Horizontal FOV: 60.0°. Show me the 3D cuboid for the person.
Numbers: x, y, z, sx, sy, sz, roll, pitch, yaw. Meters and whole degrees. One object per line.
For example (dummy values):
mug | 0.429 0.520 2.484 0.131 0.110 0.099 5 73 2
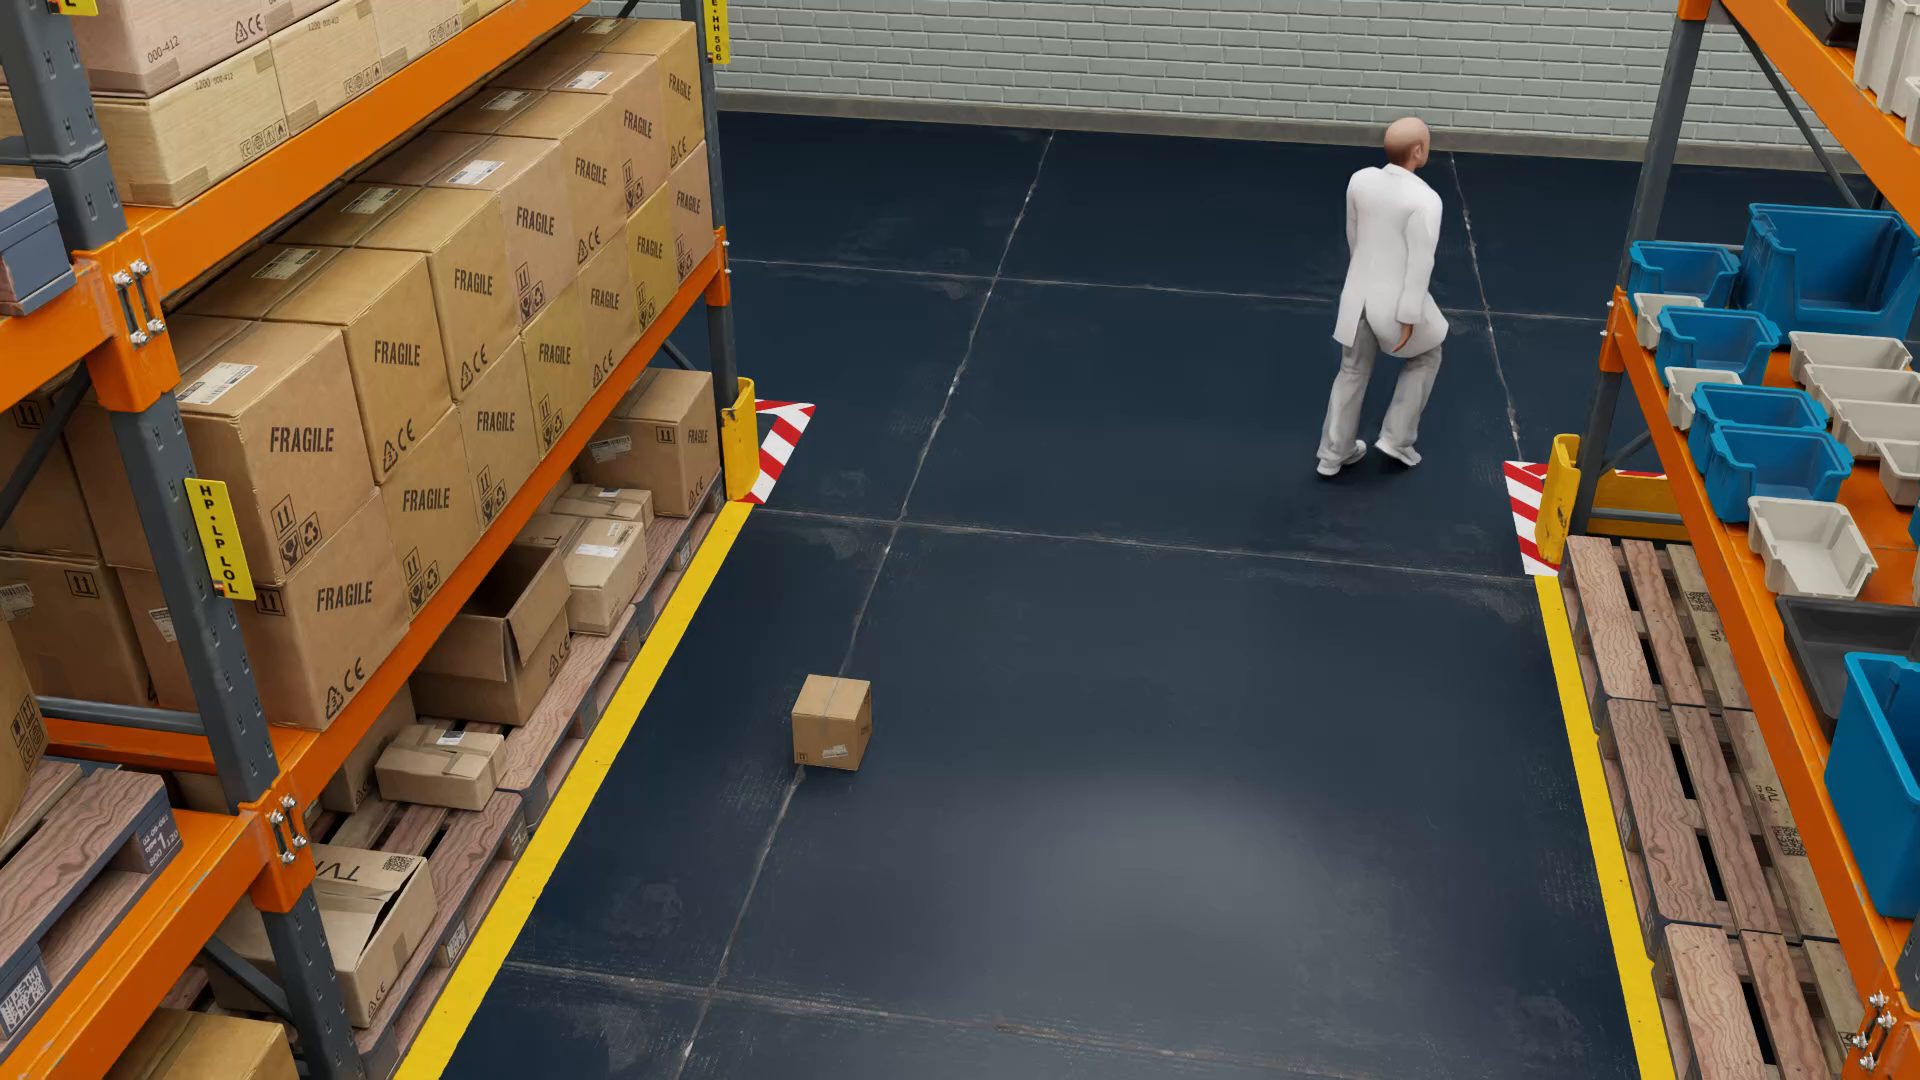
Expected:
person | 2.047 -1.126 7.970 0.608 1.830 0.588 -24 39 -33
